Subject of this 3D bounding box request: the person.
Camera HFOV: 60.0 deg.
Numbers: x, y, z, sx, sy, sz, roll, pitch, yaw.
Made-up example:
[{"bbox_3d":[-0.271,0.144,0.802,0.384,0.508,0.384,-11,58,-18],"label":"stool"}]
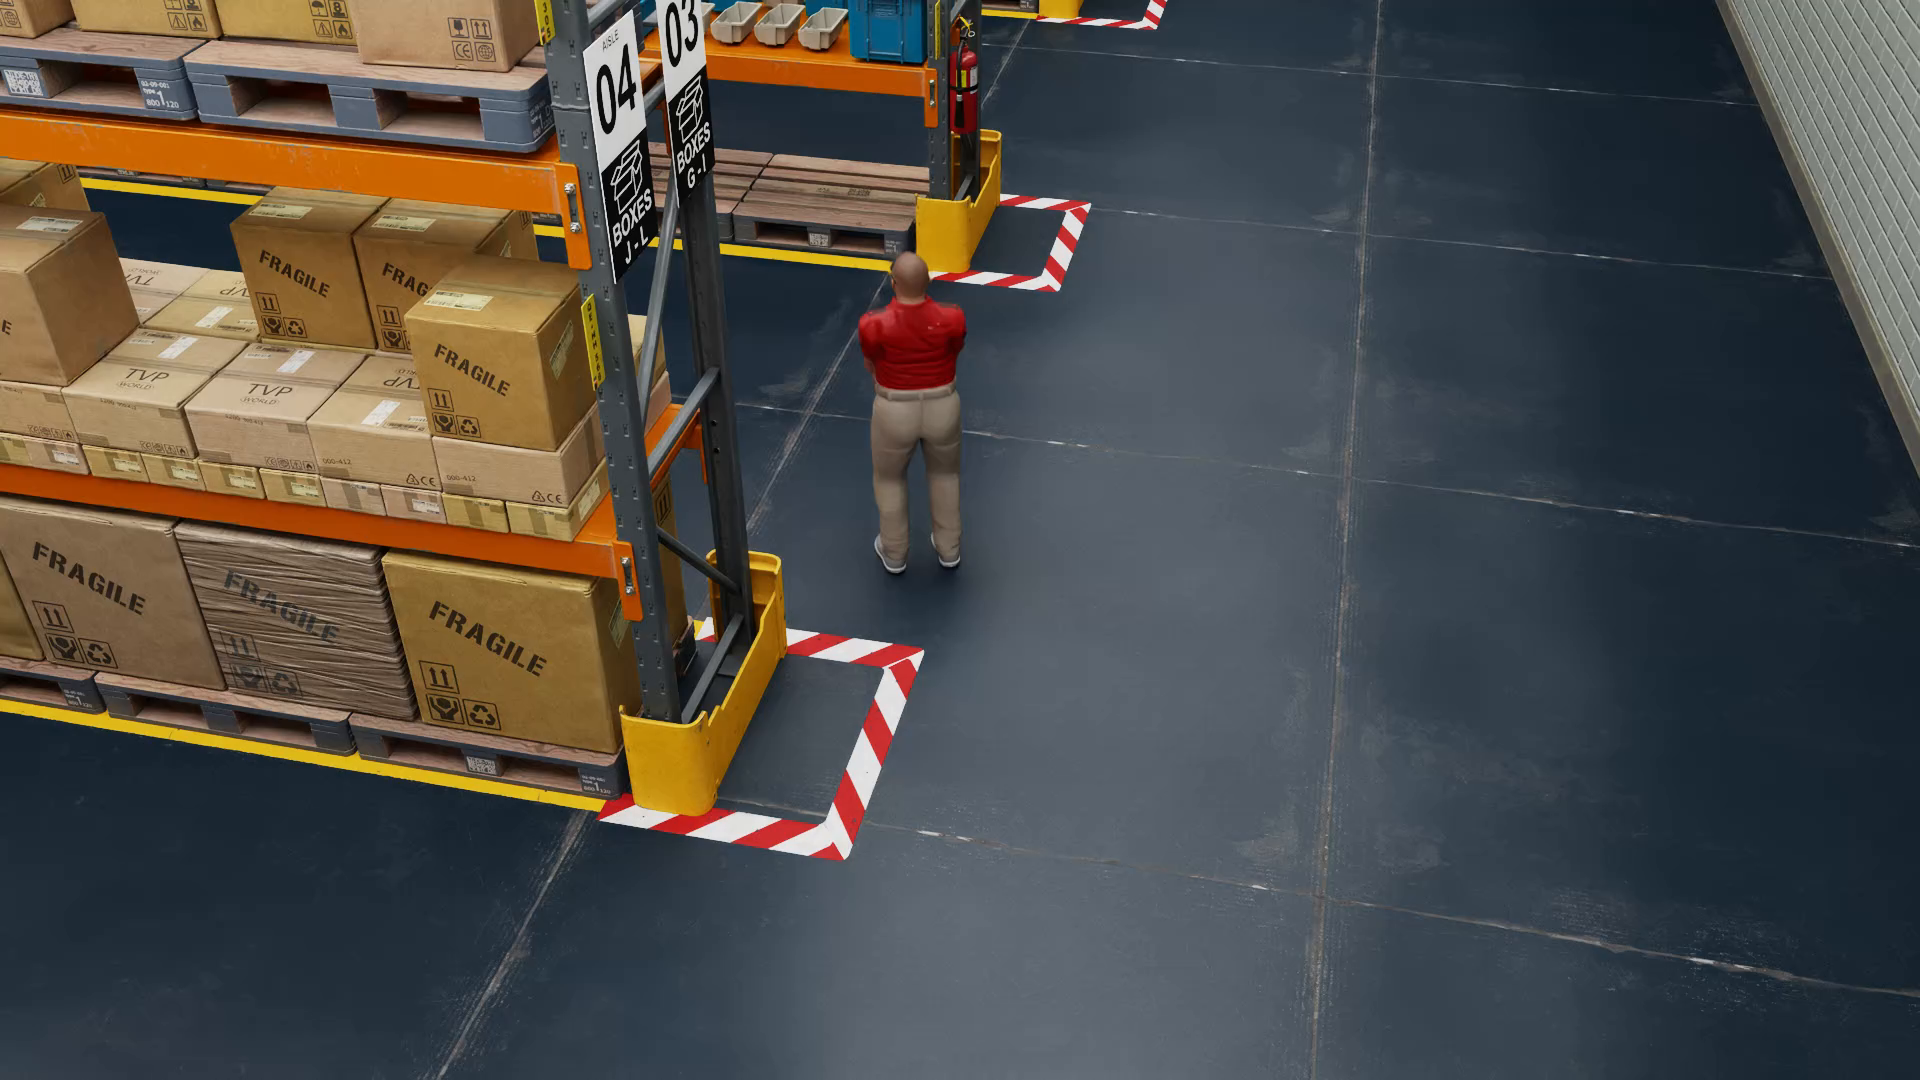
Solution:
[{"bbox_3d":[-0.236,-0.647,7.869,0.494,1.712,0.530,-6,37,-8],"label":"person"}]
